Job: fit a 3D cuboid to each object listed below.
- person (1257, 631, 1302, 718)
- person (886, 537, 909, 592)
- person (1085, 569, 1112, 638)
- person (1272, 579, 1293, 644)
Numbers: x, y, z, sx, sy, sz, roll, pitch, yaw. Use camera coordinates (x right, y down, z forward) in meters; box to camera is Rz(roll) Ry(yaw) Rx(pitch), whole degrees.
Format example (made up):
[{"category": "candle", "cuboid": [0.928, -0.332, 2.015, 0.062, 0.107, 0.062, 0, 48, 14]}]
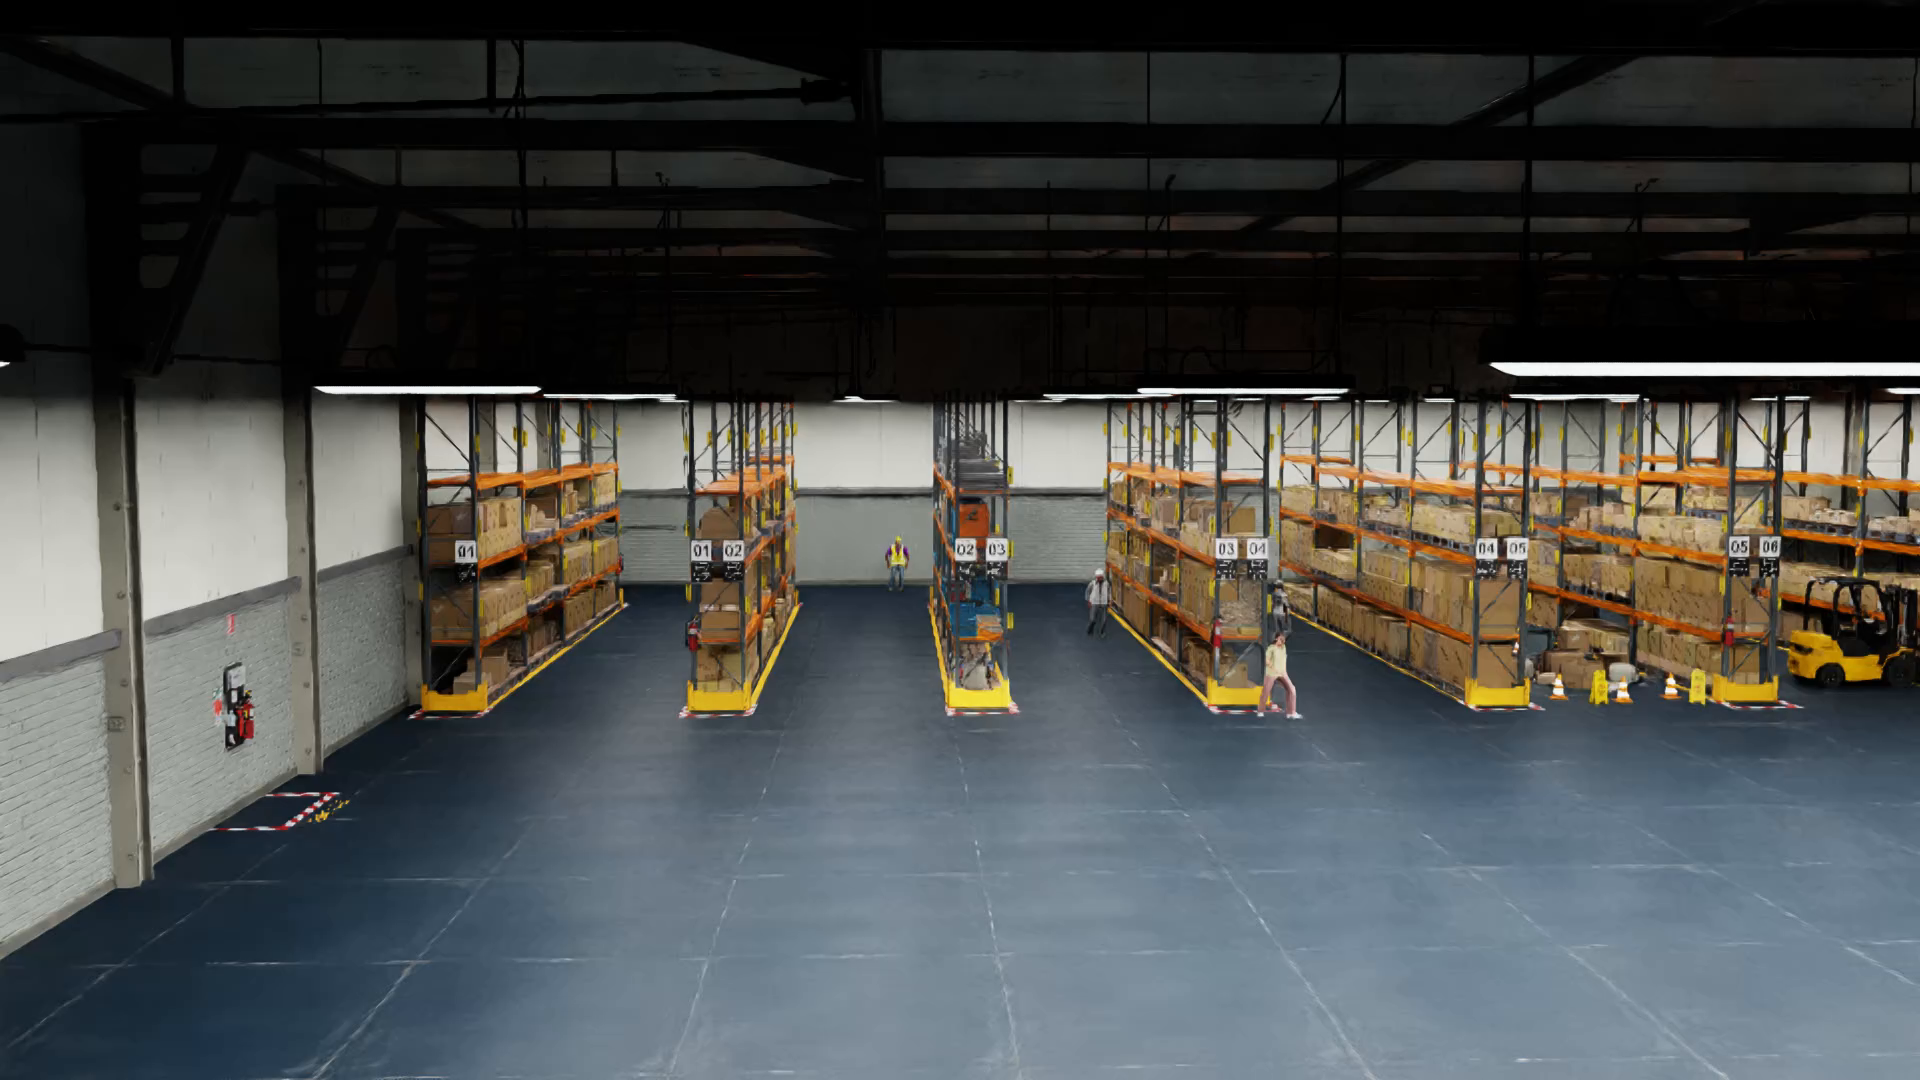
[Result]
[{"category": "person", "cuboid": [5.771, 2.457, 30.304, 0.609, 1.579, 0.790, -2, 5, -23]}, {"category": "person", "cuboid": [-1.910, 0.742, 50.708, 0.719, 1.714, 0.578, 0, 5, -4]}, {"category": "person", "cuboid": [3.395, 1.551, 40.699, 0.677, 1.726, 0.574, 0, 5, -4]}, {"category": "person", "cuboid": [7.424, 1.749, 38.510, 0.395, 1.674, 0.501, -3, 5, -30]}]
